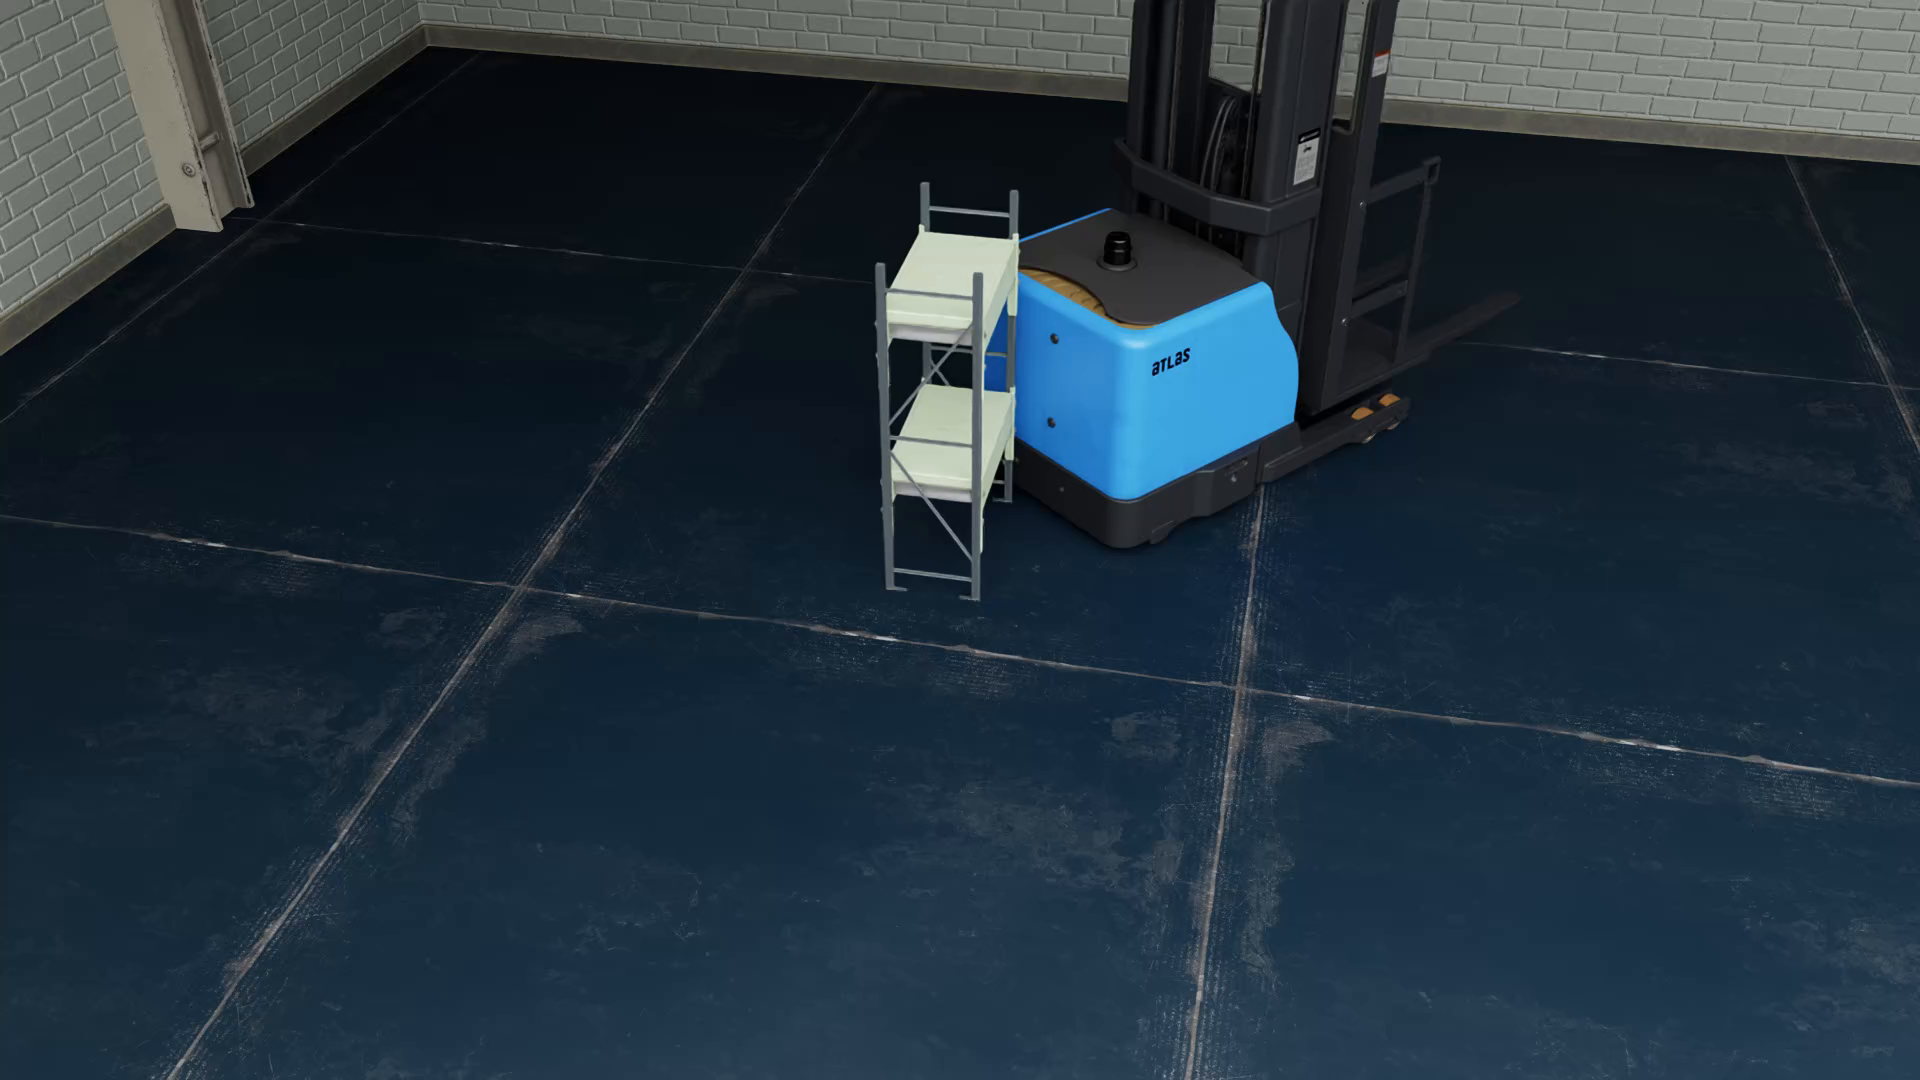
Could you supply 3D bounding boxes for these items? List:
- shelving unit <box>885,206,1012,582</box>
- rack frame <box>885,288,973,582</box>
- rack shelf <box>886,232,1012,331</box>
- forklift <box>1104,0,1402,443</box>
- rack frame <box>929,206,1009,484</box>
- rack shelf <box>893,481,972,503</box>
[{"bbox_3d":[-0.039,-0.591,6.787,0.380,1.308,0.742,7,37,10],"label":"shelving unit"},{"bbox_3d":[-0.115,-0.381,6.497,0.380,1.308,0.010,7,37,10],"label":"rack frame"},{"bbox_3d":[-0.038,-1.015,6.479,0.368,0.052,0.686,7,37,10],"label":"rack shelf"},{"bbox_3d":[1.533,-1.860,7.319,3.031,2.935,1.109,-25,43,-31],"label":"forklift"},{"bbox_3d":[0.036,-0.801,7.077,0.380,1.308,0.010,7,37,10],"label":"rack frame"},{"bbox_3d":[-0.038,-0.384,6.936,0.332,0.071,0.664,7,37,10],"label":"rack shelf"}]
